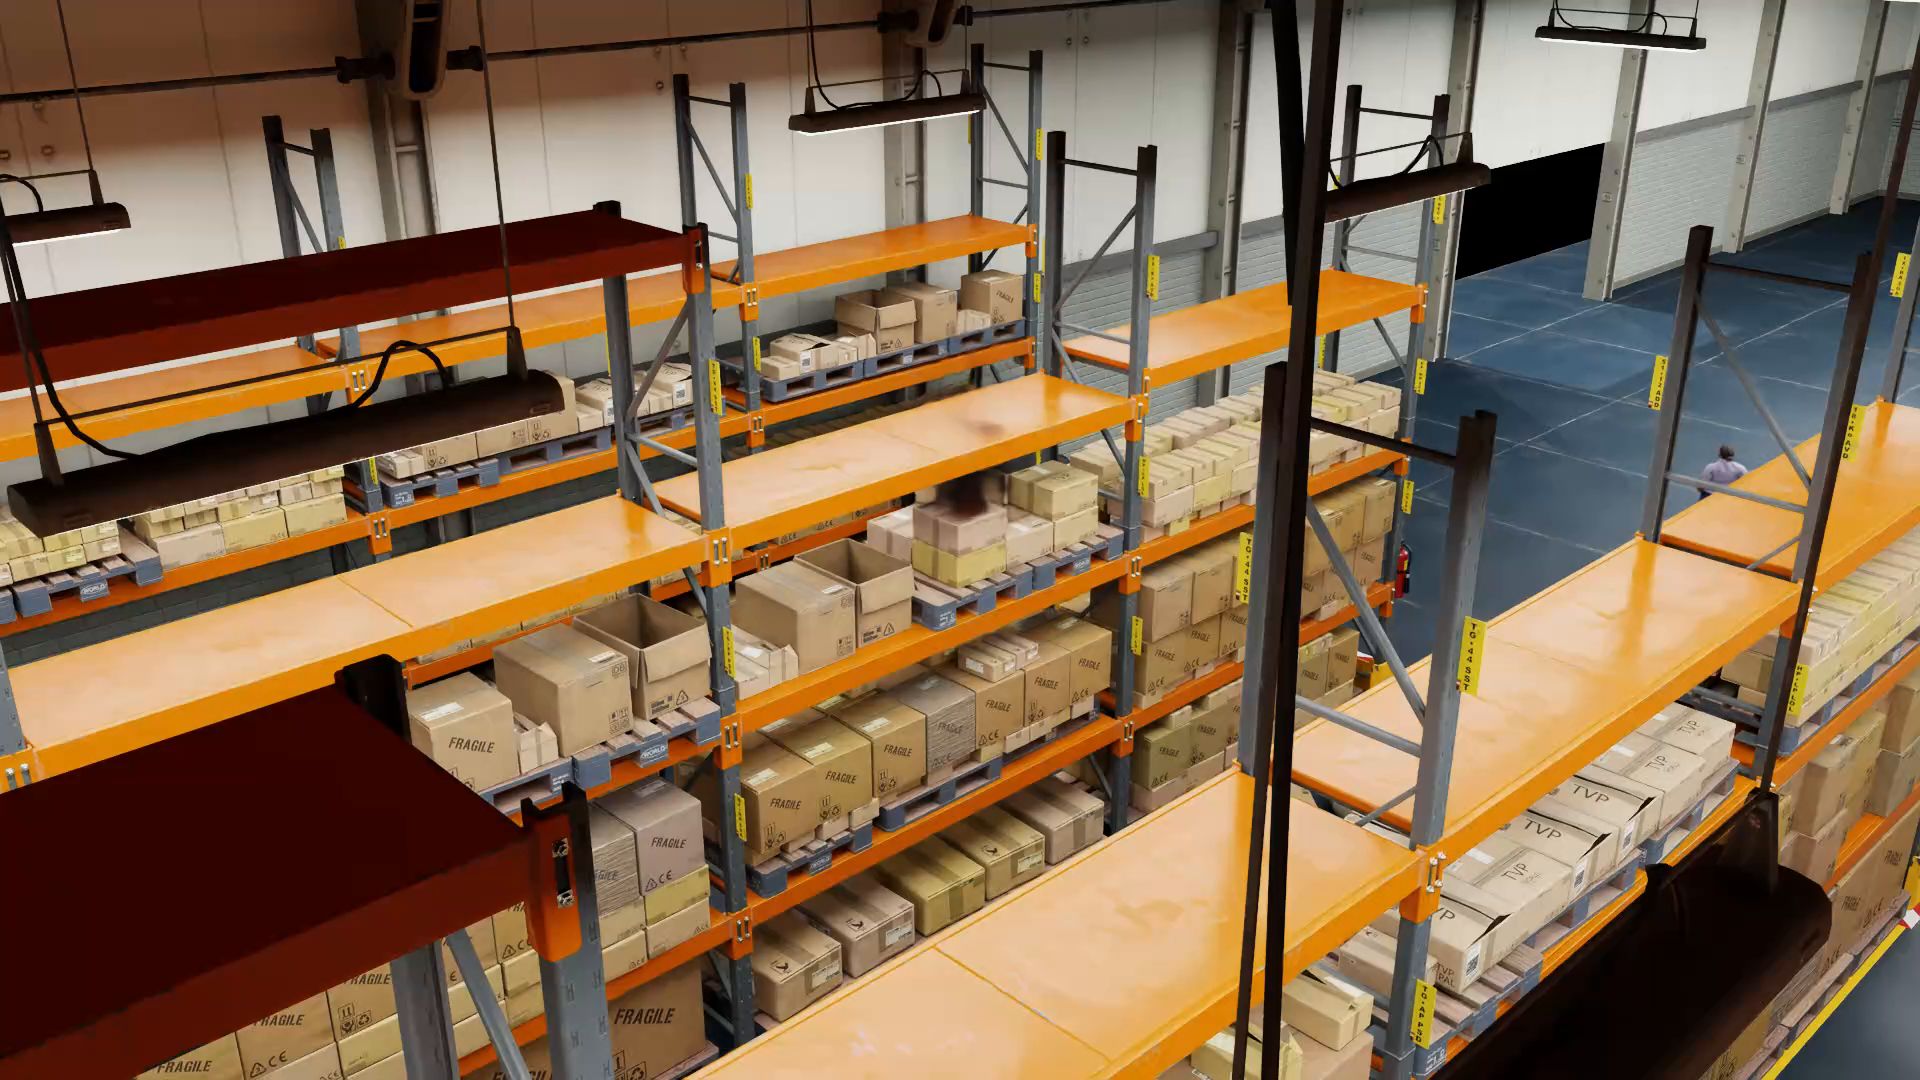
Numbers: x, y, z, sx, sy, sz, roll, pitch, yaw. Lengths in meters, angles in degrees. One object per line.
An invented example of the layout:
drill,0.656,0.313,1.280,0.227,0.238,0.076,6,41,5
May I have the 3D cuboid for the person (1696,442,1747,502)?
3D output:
person,8.991,-0.403,19.737,0.613,1.599,0.669,1,22,2
